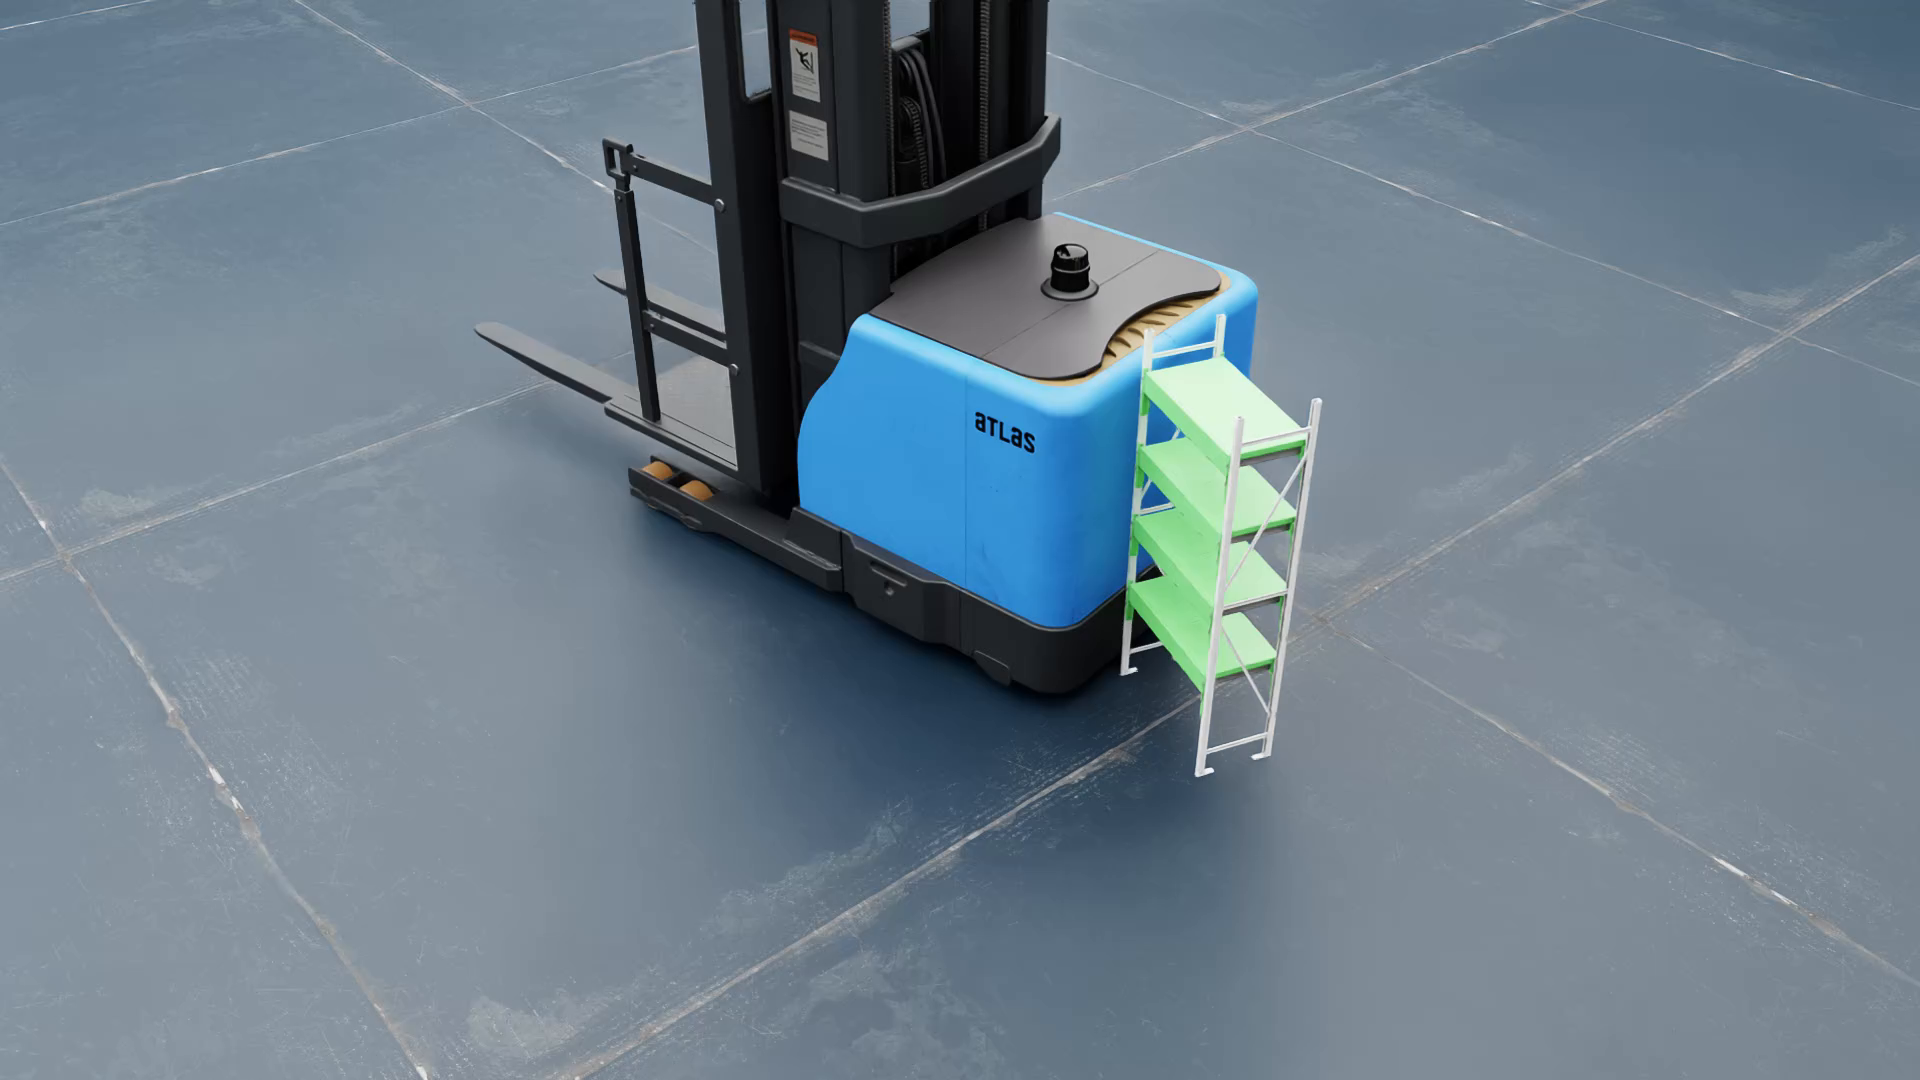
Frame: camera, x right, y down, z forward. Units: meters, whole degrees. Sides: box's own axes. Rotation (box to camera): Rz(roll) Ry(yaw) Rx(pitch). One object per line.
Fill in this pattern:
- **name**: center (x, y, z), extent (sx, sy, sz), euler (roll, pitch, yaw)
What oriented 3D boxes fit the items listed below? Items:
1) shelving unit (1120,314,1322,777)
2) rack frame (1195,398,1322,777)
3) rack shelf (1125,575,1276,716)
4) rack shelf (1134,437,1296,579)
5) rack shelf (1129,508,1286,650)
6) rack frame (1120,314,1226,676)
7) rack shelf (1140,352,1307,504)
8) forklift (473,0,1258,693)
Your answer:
- **shelving unit**: center (0.702, 0.033, 4.666), extent (0.258, 1.200, 0.503), euler (-13, 37, -18)
- **rack frame**: center (0.793, 0.164, 4.481), extent (0.240, 1.200, 0.015), euler (-13, 37, -18)
- **rack shelf**: center (0.702, 0.281, 4.842), extent (0.258, 0.148, 0.480), euler (-13, 37, -18)
- **rack shelf**: center (0.702, -0.111, 4.564), extent (0.258, 0.148, 0.480), euler (-13, 37, -18)
- **rack shelf**: center (0.702, 0.085, 4.703), extent (0.258, 0.148, 0.480), euler (-13, 37, -18)
- **rack frame**: center (0.612, -0.098, 4.851), extent (0.240, 1.200, 0.015), euler (-13, 37, -18)
- **rack shelf**: center (0.702, -0.307, 4.425), extent (0.258, 0.148, 0.480), euler (-13, 37, -18)
- **forklift**: center (-0.539, -1.443, 5.252), extent (3.031, 2.935, 1.130), euler (26, 43, 31)
